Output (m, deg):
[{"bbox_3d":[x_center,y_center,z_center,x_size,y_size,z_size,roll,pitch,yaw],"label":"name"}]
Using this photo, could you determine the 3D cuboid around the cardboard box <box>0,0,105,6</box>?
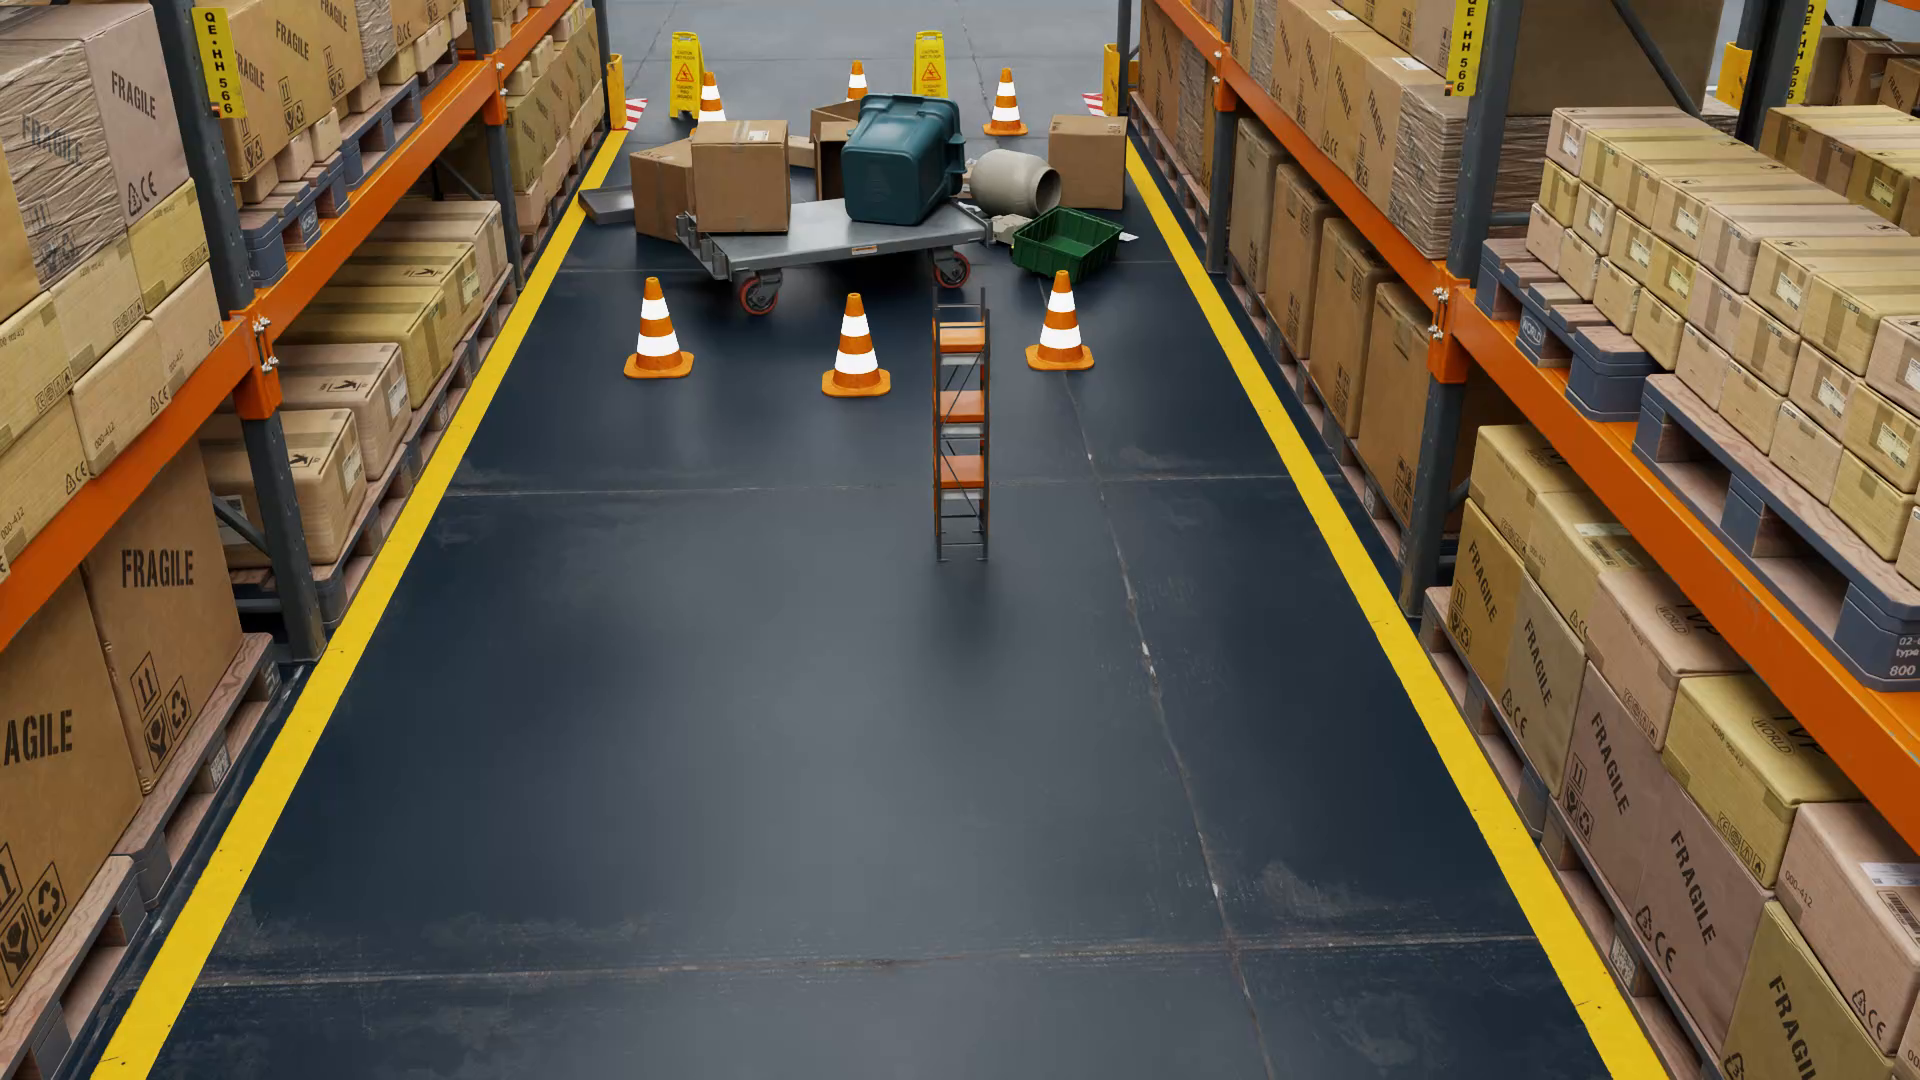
[{"bbox_3d":[-3.082,-1.470,5.441,0.500,0.500,0.500,-2,28,-4],"label":"cardboard box"}]

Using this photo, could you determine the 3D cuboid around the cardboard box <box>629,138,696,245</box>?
[{"bbox_3d":[-1.687,-2.172,10.372,0.500,0.500,0.500,19,33,32],"label":"cardboard box"}]

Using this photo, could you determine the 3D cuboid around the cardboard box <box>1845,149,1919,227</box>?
[{"bbox_3d":[2.665,-0.957,4.516,0.380,0.149,0.250,-1,28,-1],"label":"cardboard box"}]

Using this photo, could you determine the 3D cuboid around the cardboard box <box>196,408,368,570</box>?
[{"bbox_3d":[-2.801,-0.187,6.252,0.950,0.372,0.625,-3,28,-6],"label":"cardboard box"}]

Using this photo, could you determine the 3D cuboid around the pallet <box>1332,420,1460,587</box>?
[{"bbox_3d":[2.191,-0.200,6.906,1.003,0.211,1.213,-1,28,-3],"label":"pallet"}]

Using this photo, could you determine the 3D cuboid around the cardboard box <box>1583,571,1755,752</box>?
[{"bbox_3d":[1.991,0.306,4.358,0.500,0.250,0.500,-1,28,-2],"label":"cardboard box"}]

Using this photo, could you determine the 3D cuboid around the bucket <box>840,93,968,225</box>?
[{"bbox_3d":[-0.361,-2.148,9.521,0.726,0.611,0.620,8,39,15],"label":"bucket"}]

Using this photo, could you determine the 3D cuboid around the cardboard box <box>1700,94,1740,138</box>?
[{"bbox_3d":[2.403,-1.329,5.946,0.500,0.500,0.500,-1,28,-2],"label":"cardboard box"}]

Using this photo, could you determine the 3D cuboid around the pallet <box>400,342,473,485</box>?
[{"bbox_3d":[-2.881,-0.591,7.655,1.003,0.211,1.213,-1,28,-3],"label":"pallet"}]

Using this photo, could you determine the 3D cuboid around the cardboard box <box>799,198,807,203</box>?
[{"bbox_3d":[-0.889,-1.968,10.236,0.258,0.266,0.396,-23,35,-37],"label":"cardboard box"}]

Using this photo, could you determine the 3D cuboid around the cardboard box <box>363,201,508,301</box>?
[{"bbox_3d":[-2.960,-1.531,8.829,0.950,0.372,0.625,-1,28,-2],"label":"cardboard box"}]

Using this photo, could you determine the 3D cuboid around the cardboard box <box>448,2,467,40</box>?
[{"bbox_3d":[-2.687,-2.596,8.301,0.380,0.149,0.250,-1,28,-2],"label":"cardboard box"}]

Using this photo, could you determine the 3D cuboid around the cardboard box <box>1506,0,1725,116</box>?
[{"bbox_3d":[2.143,-1.766,5.703,0.700,0.500,0.500,-2,28,-3],"label":"cardboard box"}]

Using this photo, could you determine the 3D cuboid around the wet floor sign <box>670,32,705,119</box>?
[{"bbox_3d":[-2.140,-3.669,13.087,0.267,0.644,0.232,8,29,15],"label":"wet floor sign"}]

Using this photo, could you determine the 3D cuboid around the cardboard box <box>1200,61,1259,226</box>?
[{"bbox_3d":[1.985,-2.454,10.056,0.875,0.875,0.875,-1,28,-2],"label":"cardboard box"}]

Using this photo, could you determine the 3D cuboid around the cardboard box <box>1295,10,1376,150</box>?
[{"bbox_3d":[1.784,-2.015,7.261,0.500,0.500,0.500,-1,28,-2],"label":"cardboard box"}]

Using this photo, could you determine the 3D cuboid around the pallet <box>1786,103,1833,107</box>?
[{"bbox_3d":[6.709,-3.191,12.640,1.003,0.211,1.213,-1,28,-3],"label":"pallet"}]

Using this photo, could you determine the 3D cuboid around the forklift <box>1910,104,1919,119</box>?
[{"bbox_3d":[5.090,-2.070,7.549,3.031,2.935,1.130,-24,36,-38],"label":"forklift"}]

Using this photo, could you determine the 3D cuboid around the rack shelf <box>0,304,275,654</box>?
[{"bbox_3d":[-2.677,0.338,3.636,1.077,0.370,4.000,-1,28,-3],"label":"rack shelf"}]

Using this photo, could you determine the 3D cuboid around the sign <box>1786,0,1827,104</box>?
[{"bbox_3d":[2.698,-1.567,5.344,0.100,0.325,0.005,-1,28,-3],"label":"sign"}]

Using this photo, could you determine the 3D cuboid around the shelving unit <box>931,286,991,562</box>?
[{"bbox_3d":[0.003,-0.441,6.460,0.215,1.050,0.252,-1,28,-3],"label":"shelving unit"}]

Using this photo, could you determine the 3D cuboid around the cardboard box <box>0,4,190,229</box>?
[{"bbox_3d":[-2.493,-1.160,4.541,0.500,0.500,0.500,-2,28,-4],"label":"cardboard box"}]

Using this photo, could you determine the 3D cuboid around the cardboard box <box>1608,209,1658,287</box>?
[{"bbox_3d":[2.015,-0.801,4.538,0.380,0.149,0.250,-2,28,-4],"label":"cardboard box"}]

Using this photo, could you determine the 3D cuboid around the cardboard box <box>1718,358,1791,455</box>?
[{"bbox_3d":[2.050,-0.322,3.941,0.380,0.149,0.250,-1,28,-2],"label":"cardboard box"}]

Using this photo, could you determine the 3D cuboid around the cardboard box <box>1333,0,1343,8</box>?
[{"bbox_3d":[2.035,-2.706,7.505,0.700,0.500,0.500,-1,28,-2],"label":"cardboard box"}]

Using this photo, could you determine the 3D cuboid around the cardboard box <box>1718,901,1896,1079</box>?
[{"bbox_3d":[2.049,1.126,3.597,0.500,0.500,0.500,-2,28,-4],"label":"cardboard box"}]

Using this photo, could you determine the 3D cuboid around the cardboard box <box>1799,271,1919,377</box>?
[{"bbox_3d":[2.067,-0.469,3.580,0.380,0.149,0.250,-2,28,-3],"label":"cardboard box"}]

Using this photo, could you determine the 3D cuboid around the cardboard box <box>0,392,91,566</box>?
[{"bbox_3d":[-2.443,-0.142,3.942,0.500,0.250,0.500,-2,28,-3],"label":"cardboard box"}]

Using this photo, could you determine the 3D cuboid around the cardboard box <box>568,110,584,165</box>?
[{"bbox_3d":[-2.836,-2.718,11.238,0.500,0.250,0.500,-2,28,-4],"label":"cardboard box"}]

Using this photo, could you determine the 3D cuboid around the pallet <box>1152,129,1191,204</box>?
[{"bbox_3d":[1.920,-2.600,11.506,1.003,0.211,1.213,-1,28,-3],"label":"pallet"}]

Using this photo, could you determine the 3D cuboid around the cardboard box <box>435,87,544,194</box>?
[{"bbox_3d":[-2.751,-2.330,9.683,0.500,0.500,0.500,0,28,0],"label":"cardboard box"}]

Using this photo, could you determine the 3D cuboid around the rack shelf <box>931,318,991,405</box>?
[{"bbox_3d":[0.003,-0.683,6.334,0.215,0.259,0.240,-1,28,-3],"label":"rack shelf"}]

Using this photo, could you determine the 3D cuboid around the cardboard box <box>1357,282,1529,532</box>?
[{"bbox_3d":[2.215,-0.543,6.526,1.050,0.750,0.750,-2,28,-3],"label":"cardboard box"}]

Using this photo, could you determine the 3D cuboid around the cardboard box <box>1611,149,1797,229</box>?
[{"bbox_3d":[2.013,-0.954,4.510,0.380,0.149,0.250,-2,28,-3],"label":"cardboard box"}]

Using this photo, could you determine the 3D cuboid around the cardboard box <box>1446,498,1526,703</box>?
[{"bbox_3d":[1.939,0.184,5.402,0.500,0.500,0.500,-3,28,-5],"label":"cardboard box"}]

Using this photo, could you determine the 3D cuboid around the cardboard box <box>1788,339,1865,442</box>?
[{"bbox_3d":[2.068,-0.330,3.635,0.380,0.149,0.250,0,28,-1],"label":"cardboard box"}]

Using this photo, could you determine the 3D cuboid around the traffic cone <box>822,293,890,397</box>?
[{"bbox_3d":[-0.513,-0.978,8.126,0.336,0.463,0.334,-1,28,-3],"label":"traffic cone"}]

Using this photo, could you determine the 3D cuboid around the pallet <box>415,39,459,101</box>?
[{"bbox_3d":[-3.095,-2.310,8.144,1.003,0.211,1.213,-1,28,-3],"label":"pallet"}]

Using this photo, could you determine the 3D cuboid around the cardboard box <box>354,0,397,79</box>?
[{"bbox_3d":[-2.660,-2.197,6.835,0.500,0.500,0.500,-2,28,-5],"label":"cardboard box"}]

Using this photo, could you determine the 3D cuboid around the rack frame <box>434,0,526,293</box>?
[{"bbox_3d":[-2.990,-2.752,8.783,1.000,3.000,0.127,-1,28,-3],"label":"rack frame"}]

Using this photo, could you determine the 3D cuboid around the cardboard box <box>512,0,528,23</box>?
[{"bbox_3d":[-2.773,-3.146,9.810,0.380,0.149,0.250,-1,28,-1],"label":"cardboard box"}]

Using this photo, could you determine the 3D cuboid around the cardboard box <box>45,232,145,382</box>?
[{"bbox_3d":[-2.472,-0.606,4.289,0.500,0.250,0.500,-2,28,-4],"label":"cardboard box"}]

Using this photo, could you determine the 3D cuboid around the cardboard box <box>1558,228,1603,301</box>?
[{"bbox_3d":[1.993,-0.810,4.877,0.380,0.149,0.250,0,28,0],"label":"cardboard box"}]

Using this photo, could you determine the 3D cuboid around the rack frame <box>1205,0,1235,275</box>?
[{"bbox_3d":[1.948,-2.918,9.101,1.000,3.000,0.127,-1,28,-3],"label":"rack frame"}]

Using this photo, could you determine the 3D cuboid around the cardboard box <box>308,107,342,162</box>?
[{"bbox_3d":[-2.556,-1.520,6.239,0.380,0.149,0.250,-1,28,-2],"label":"cardboard box"}]

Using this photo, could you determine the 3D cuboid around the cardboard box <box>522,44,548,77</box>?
[{"bbox_3d":[-2.726,-2.915,10.101,0.380,0.149,0.250,0,28,-1],"label":"cardboard box"}]

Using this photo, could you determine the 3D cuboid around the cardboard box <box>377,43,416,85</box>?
[{"bbox_3d":[-2.649,-2.124,7.397,0.380,0.149,0.250,-1,28,-3],"label":"cardboard box"}]

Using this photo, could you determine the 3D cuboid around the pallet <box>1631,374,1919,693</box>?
[{"bbox_3d":[2.301,-0.073,3.853,1.003,0.211,1.213,-1,28,-3],"label":"pallet"}]

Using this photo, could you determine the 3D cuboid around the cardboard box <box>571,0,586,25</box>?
[{"bbox_3d":[-2.810,-3.655,11.521,0.380,0.149,0.250,-1,28,-1],"label":"cardboard box"}]

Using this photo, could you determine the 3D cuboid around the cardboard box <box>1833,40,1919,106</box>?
[{"bbox_3d":[6.779,-3.352,12.183,0.500,0.500,0.500,6,28,11],"label":"cardboard box"}]

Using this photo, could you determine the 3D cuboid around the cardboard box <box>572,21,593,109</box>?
[{"bbox_3d":[-2.866,-3.294,11.531,0.500,0.500,0.500,0,28,-1],"label":"cardboard box"}]

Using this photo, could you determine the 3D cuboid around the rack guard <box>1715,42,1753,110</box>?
[{"bbox_3d":[6.702,-3.695,13.294,1.175,0.500,0.348,-1,28,-3],"label":"rack guard"}]
